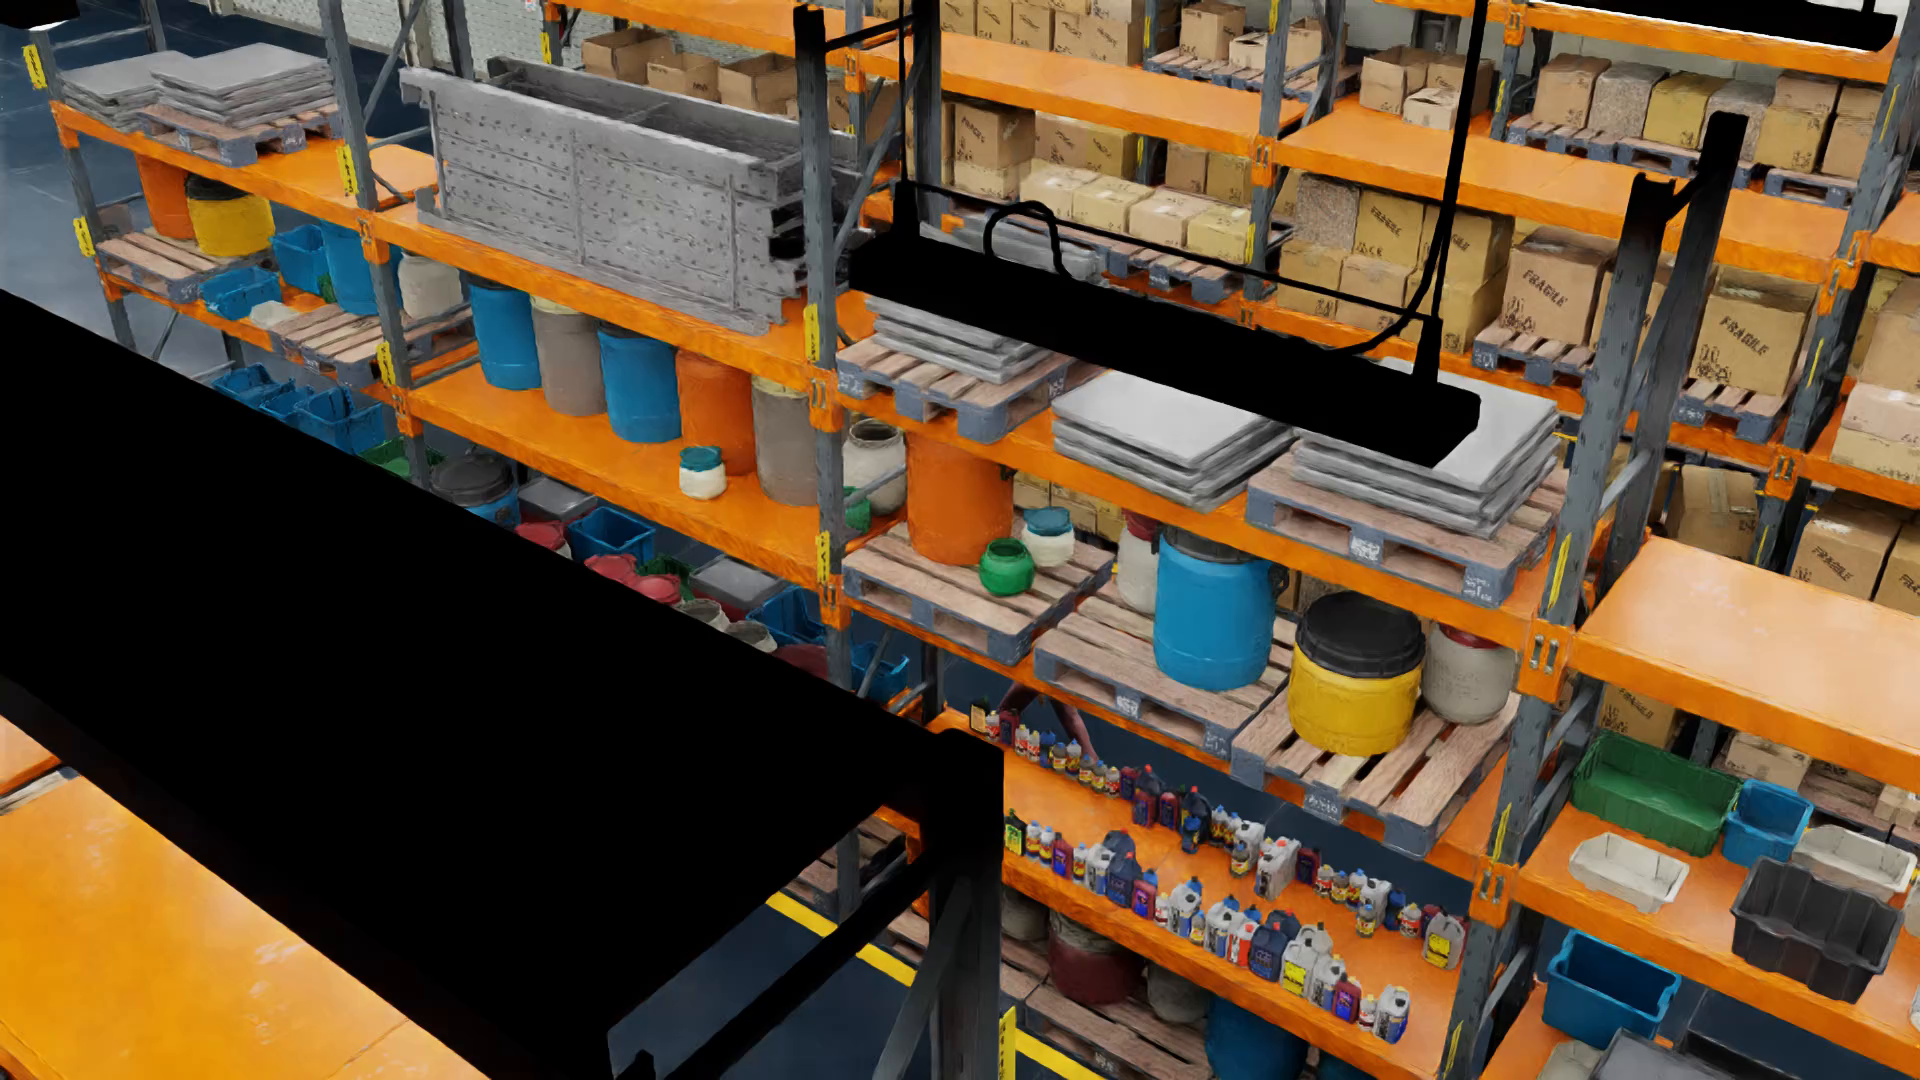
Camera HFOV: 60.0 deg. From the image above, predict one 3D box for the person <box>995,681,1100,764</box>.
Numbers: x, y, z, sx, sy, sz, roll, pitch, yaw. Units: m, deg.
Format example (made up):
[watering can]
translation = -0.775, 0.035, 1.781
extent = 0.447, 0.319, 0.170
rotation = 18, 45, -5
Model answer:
[person]
translation = 0.585, 0.946, 12.174
extent = 1.110, 1.590, 0.448
rotation = 23, 38, 33
